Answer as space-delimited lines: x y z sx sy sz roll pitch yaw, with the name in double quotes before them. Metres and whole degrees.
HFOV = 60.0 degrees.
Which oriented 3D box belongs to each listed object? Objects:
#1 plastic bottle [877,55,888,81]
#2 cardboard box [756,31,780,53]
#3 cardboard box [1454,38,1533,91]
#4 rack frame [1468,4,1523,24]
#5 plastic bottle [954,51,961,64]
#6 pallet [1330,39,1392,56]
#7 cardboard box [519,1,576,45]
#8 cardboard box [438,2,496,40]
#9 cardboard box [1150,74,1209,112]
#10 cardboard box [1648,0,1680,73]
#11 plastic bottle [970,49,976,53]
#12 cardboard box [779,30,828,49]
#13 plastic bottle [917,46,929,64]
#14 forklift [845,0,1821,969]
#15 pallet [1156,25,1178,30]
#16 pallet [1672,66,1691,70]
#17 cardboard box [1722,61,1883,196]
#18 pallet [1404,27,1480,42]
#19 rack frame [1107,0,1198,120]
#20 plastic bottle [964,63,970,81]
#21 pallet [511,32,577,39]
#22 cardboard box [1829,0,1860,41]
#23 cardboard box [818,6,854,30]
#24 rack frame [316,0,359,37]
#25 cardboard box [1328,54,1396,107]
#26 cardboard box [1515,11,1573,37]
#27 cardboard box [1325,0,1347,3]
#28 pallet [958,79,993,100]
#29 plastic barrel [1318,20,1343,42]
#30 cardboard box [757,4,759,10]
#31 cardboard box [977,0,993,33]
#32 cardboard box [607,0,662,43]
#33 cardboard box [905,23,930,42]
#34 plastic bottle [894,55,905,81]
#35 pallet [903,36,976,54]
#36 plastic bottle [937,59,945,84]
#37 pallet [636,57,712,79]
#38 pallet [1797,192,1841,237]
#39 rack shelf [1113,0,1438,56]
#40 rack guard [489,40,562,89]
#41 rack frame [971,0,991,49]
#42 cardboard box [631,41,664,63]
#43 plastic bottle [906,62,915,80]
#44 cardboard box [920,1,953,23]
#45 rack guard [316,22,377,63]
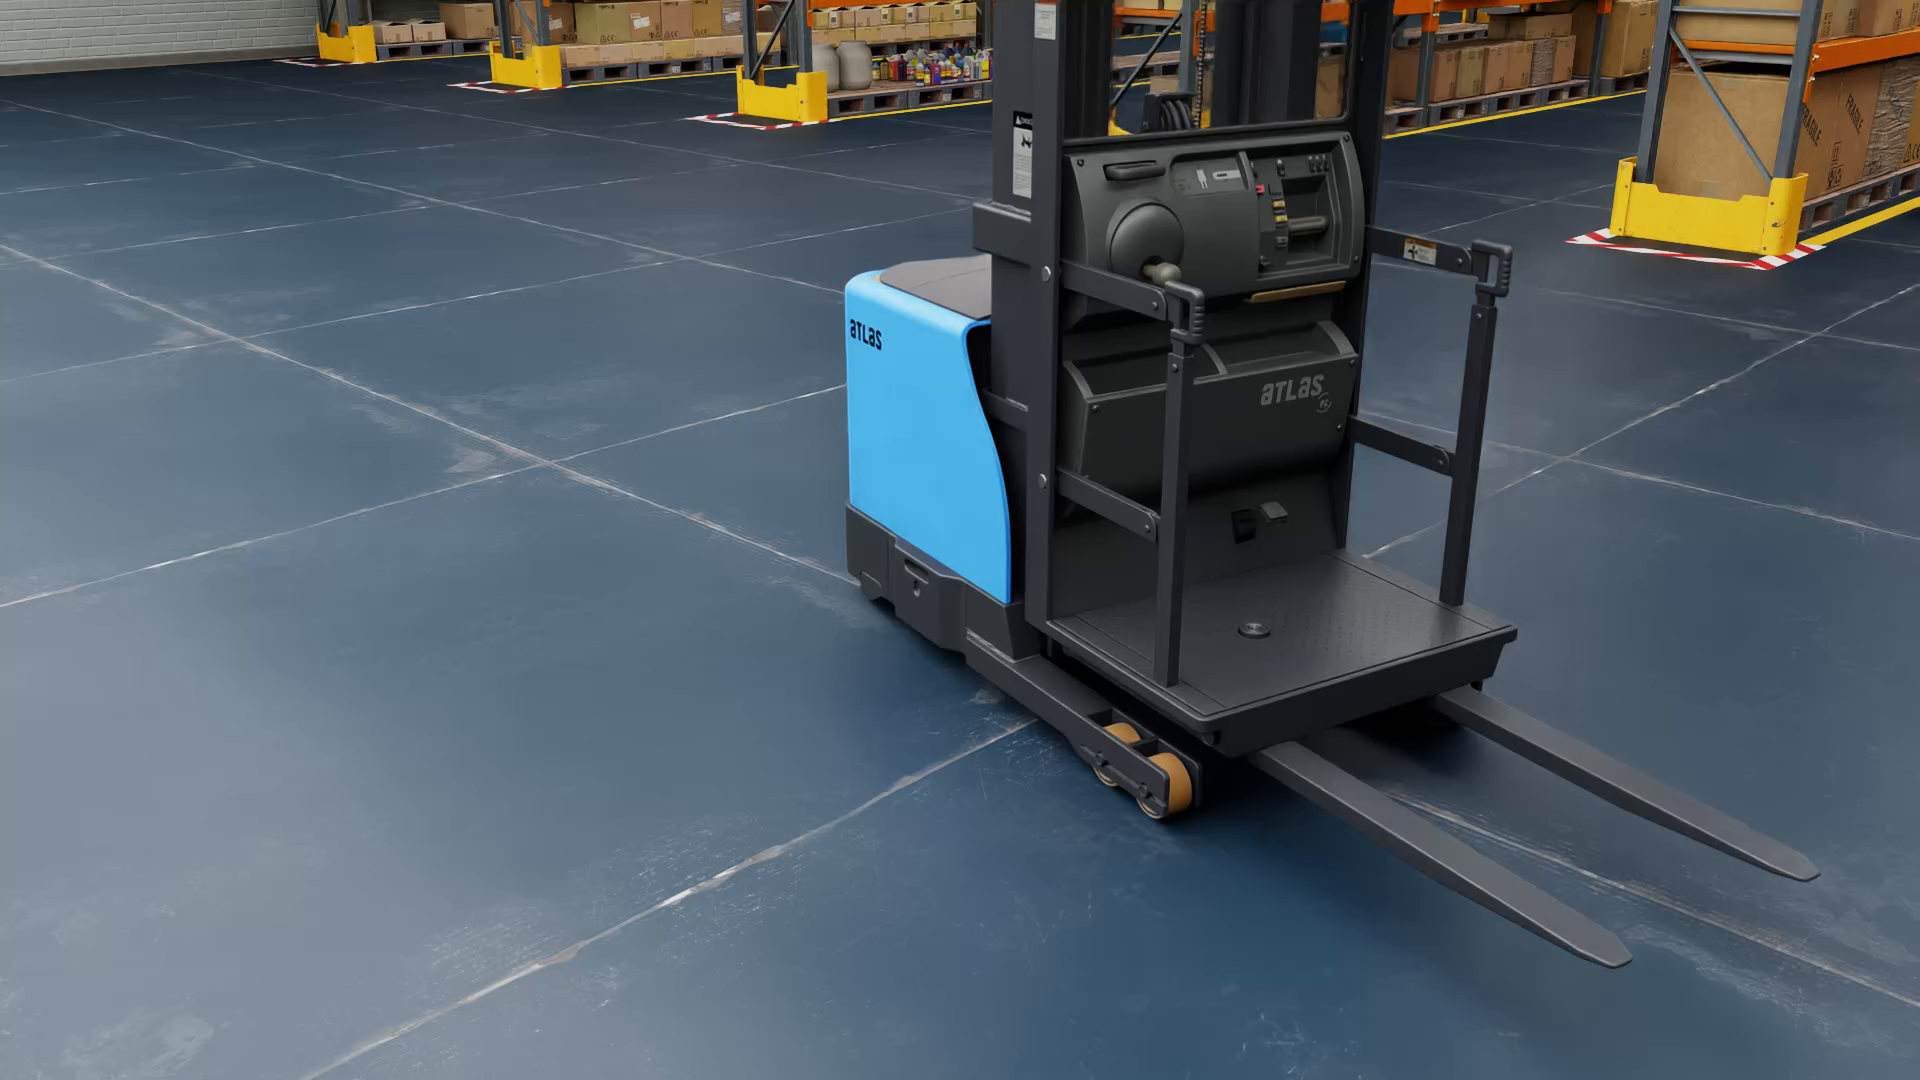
"plastic bottle" -0.908 -5.515 19.416 0.133 0.283 0.061 -19 28 -41
"cardboard box" -2.867 -6.969 23.273 0.500 0.250 0.500 19 28 41
"cardboard box" 5.964 -5.346 18.674 0.500 0.500 0.700 -17 27 -38
"rack frame" 9.218 -10.074 28.104 1.000 3.000 0.127 19 28 41
"plastic bottle" -0.028 -5.750 20.044 0.097 0.271 0.097 0 21 0
"pallet" 5.859 -7.557 25.441 1.003 0.211 1.213 19 28 41
"cardboard box" -5.329 -6.677 21.468 0.500 0.500 0.500 19 28 41
"cardboard box" -7.550 -7.958 25.468 0.700 0.500 0.500 17 27 37
"cardboard box" 2.053 -3.907 14.959 0.500 0.500 0.500 -14 25 -32
"cardboard box" 8.309 -6.382 20.874 1.225 0.875 0.875 19 28 41
"plastic bottle" 0.104 -5.862 20.327 0.135 0.276 0.152 -19 28 -40
"cardboard box" -2.241 -7.185 23.833 0.500 0.250 0.500 18 28 39
"plastic bottle" -0.442 -5.697 19.795 0.144 0.351 0.185 19 28 40
"forklift" 0.801 -0.848 4.196 1.130 2.935 3.031 -12 24 -28
"pallet" 4.212 -9.477 30.436 1.003 0.211 1.213 19 28 41
"pallet" 8.641 -5.973 21.319 1.003 0.211 1.213 19 28 41
"cardboard box" 6.126 -3.076 12.274 0.875 0.875 0.875 19 28 40
"pallet" 7.764 -8.258 27.266 1.003 0.211 1.213 19 28 41
"rack frame" 1.605 -4.722 14.179 1.000 3.000 0.127 19 28 41
"plastic bottle" 0.066 -5.441 19.337 0.097 0.201 0.097 0 21 0
"pallet" -6.695 -7.986 26.558 1.003 0.211 1.213 19 28 41
"cardboard box" 5.683 -3.778 11.514 0.875 0.550 0.550 19 28 41
"cardboard box" -1.880 -7.576 24.070 0.500 0.311 0.500 19 28 40
"rack frame" -9.042 -8.441 23.855 1.000 3.000 0.127 19 28 41
"cardboard box" 4.088 -4.687 16.986 0.500 0.500 0.500 18 28 39
"cardboard box" 6.740 -5.987 19.296 0.500 0.250 0.500 -19 28 -40
"cardboard box" 3.399 -5.122 15.570 0.380 0.149 0.250 19 28 41
"pallet" 0.348 -5.526 20.157 1.003 0.211 1.213 19 28 41
"plastic barrel" 5.542 -7.945 24.904 0.600 0.901 0.708 19 28 41
"cardboard box" -3.926 -9.338 29.059 0.500 0.500 0.700 -20 29 -41
"cardboard box" 0.613 -8.343 26.470 0.500 0.500 0.500 -19 28 -40
"cardboard box" -4.270 -6.808 21.807 0.500 0.500 0.500 19 28 41
"cardboard box" -0.812 -7.713 25.208 0.500 0.250 0.500 -19 28 -41
"plastic bottle" -0.705 -5.512 19.408 0.061 0.283 0.133 19 28 41
"pallet" -0.512 -7.755 25.957 1.003 0.211 1.213 19 28 41
"plastic bottle" -0.217 -5.370 19.053 0.097 0.271 0.097 0 21 0
"pallet" -4.136 -6.420 22.483 1.003 0.211 1.213 19 28 41
"pallet" 5.590 -2.378 11.967 1.003 0.211 1.213 19 28 41
"rack shelf" 3.000 -4.900 15.645 1.077 0.370 4.000 19 28 41
"rack guard" -5.507 -6.029 21.064 1.175 0.500 0.348 19 28 41
"rack frame" 0.091 -9.259 25.982 1.000 3.000 0.127 19 28 41
"cardboard box" -4.261 -6.455 21.935 0.500 0.250 0.500 19 28 41
"plastic bottle" -0.582 -5.510 19.516 0.097 0.201 0.097 0 21 0
"cardboard box" -0.456 -8.101 25.437 0.500 0.311 0.500 19 28 40
"rack guard" -8.989 -7.294 24.354 1.175 0.500 0.348 19 28 41
